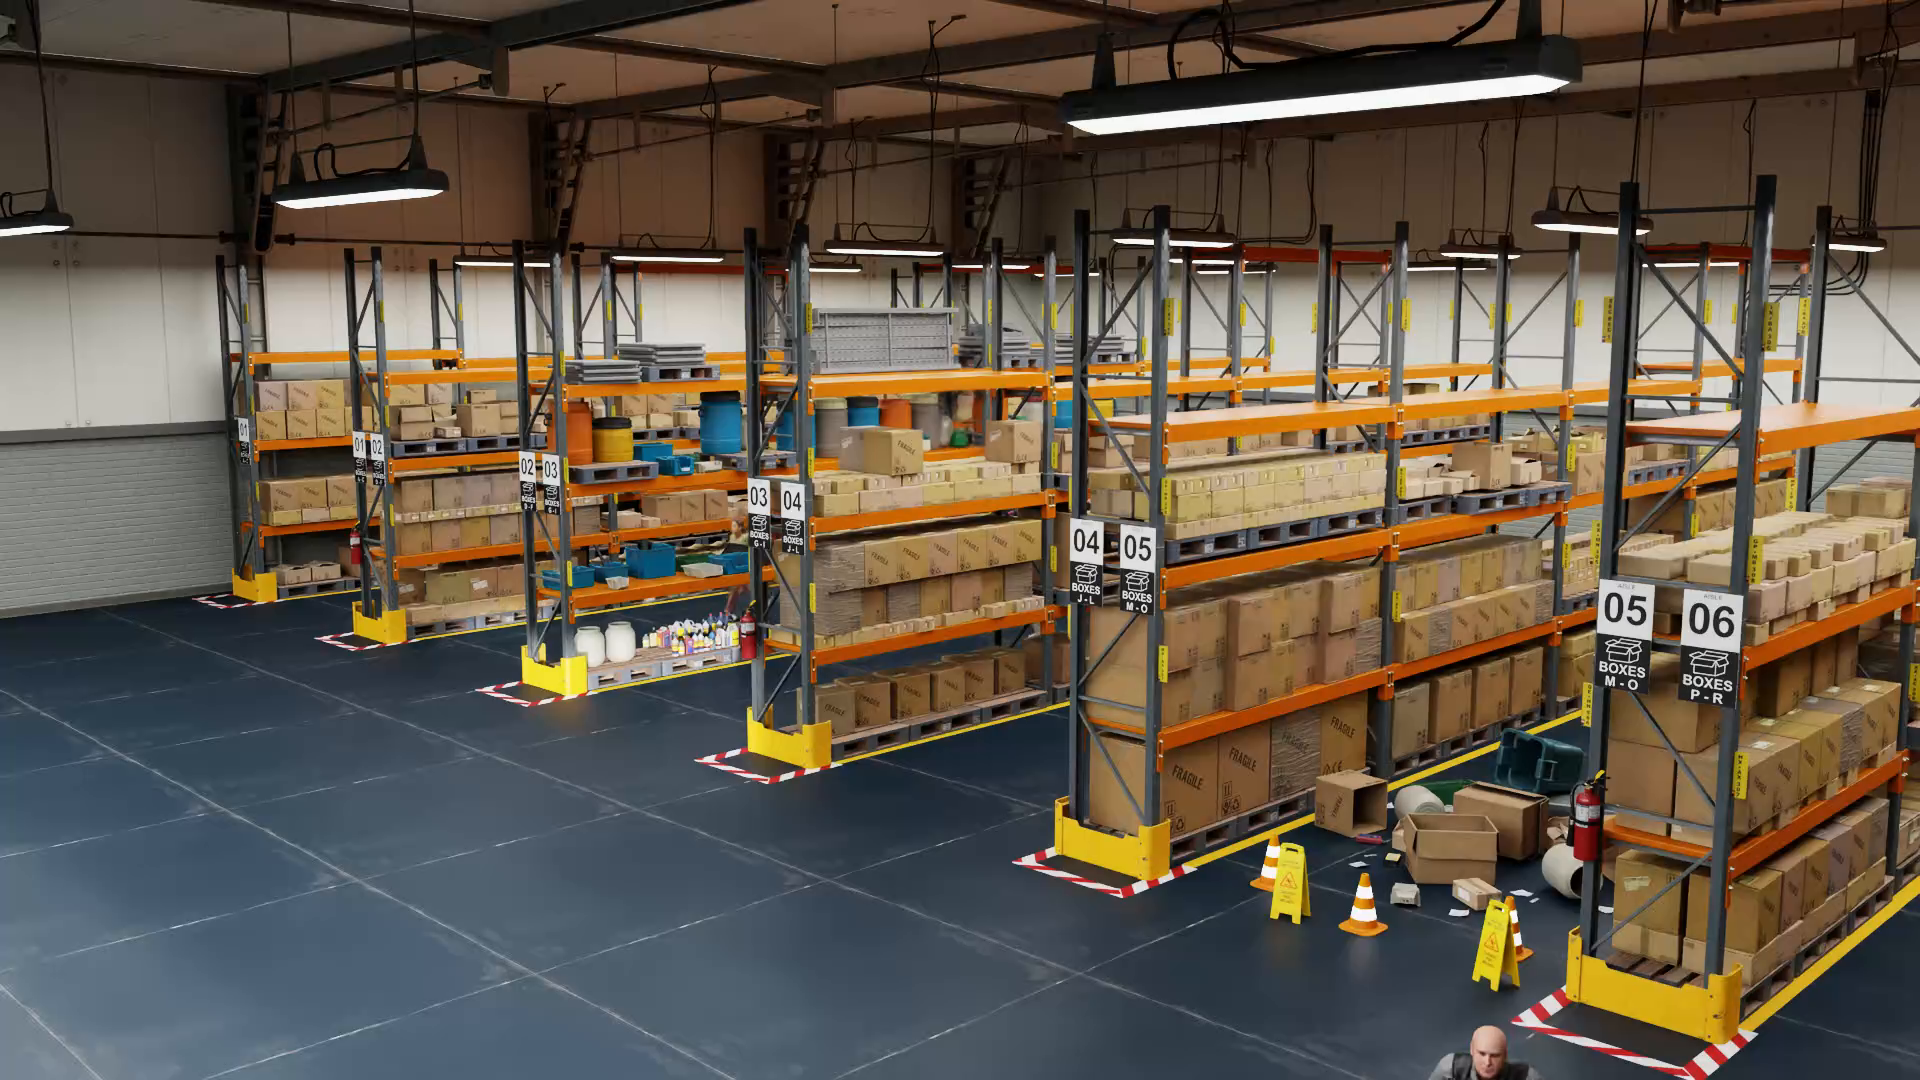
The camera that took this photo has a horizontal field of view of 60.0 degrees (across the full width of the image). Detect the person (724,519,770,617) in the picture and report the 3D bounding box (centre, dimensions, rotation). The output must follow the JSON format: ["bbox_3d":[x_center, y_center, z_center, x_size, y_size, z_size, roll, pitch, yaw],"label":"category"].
[{"bbox_3d":[-3.486,0.462,26.958,0.579,1.660,1.060,7,11,42],"label":"person"}]

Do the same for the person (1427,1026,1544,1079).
[{"bbox_3d":[2.714,3.138,8.527,0.655,1.582,0.832,3,9,19],"label":"person"}]

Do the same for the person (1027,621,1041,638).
[{"bbox_3d":[1.165,0.759,23.969,0.704,1.558,0.821,-4,9,-26],"label":"person"}]
